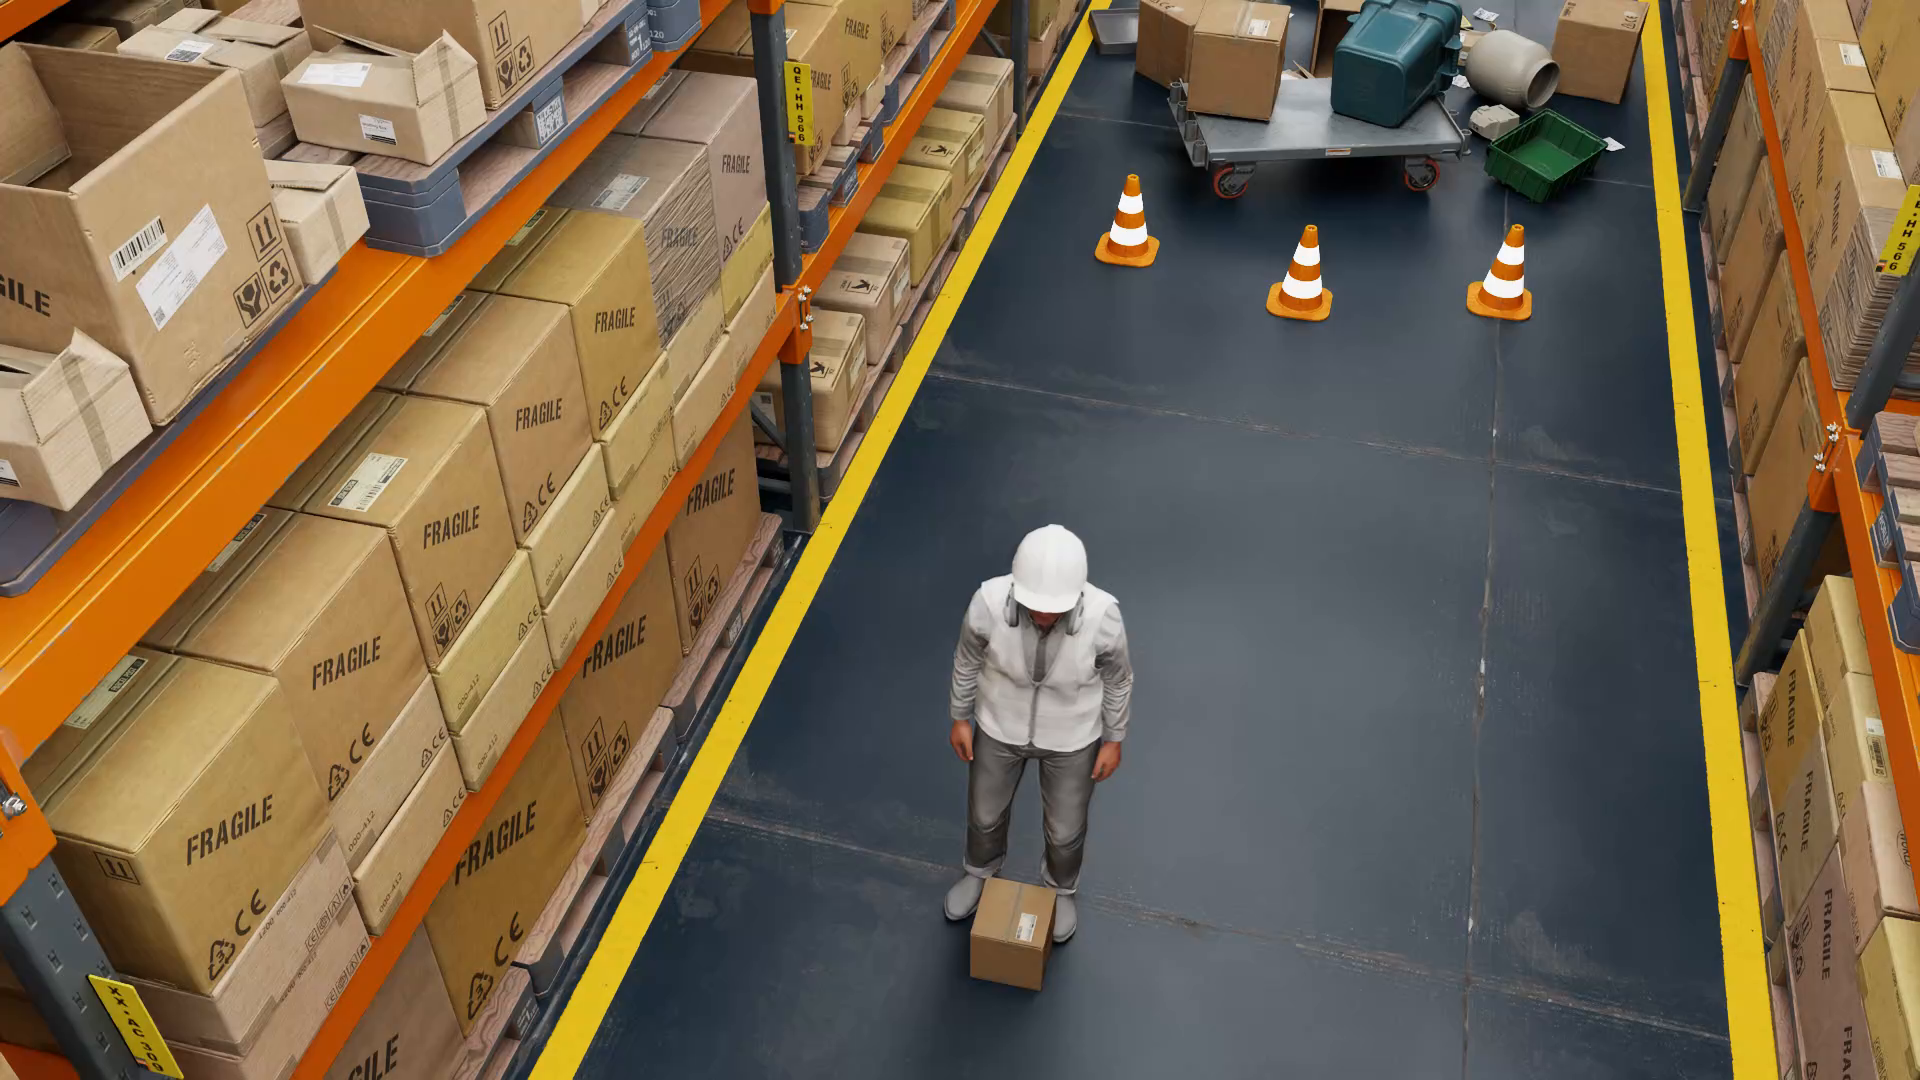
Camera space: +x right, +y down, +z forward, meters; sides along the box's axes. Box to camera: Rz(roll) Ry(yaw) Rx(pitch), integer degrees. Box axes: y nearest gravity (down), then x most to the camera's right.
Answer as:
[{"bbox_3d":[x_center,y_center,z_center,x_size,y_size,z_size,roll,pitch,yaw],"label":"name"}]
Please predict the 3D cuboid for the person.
[{"bbox_3d":[0.252,0.614,5.425,0.590,1.770,0.465,8,41,9],"label":"person"}]
